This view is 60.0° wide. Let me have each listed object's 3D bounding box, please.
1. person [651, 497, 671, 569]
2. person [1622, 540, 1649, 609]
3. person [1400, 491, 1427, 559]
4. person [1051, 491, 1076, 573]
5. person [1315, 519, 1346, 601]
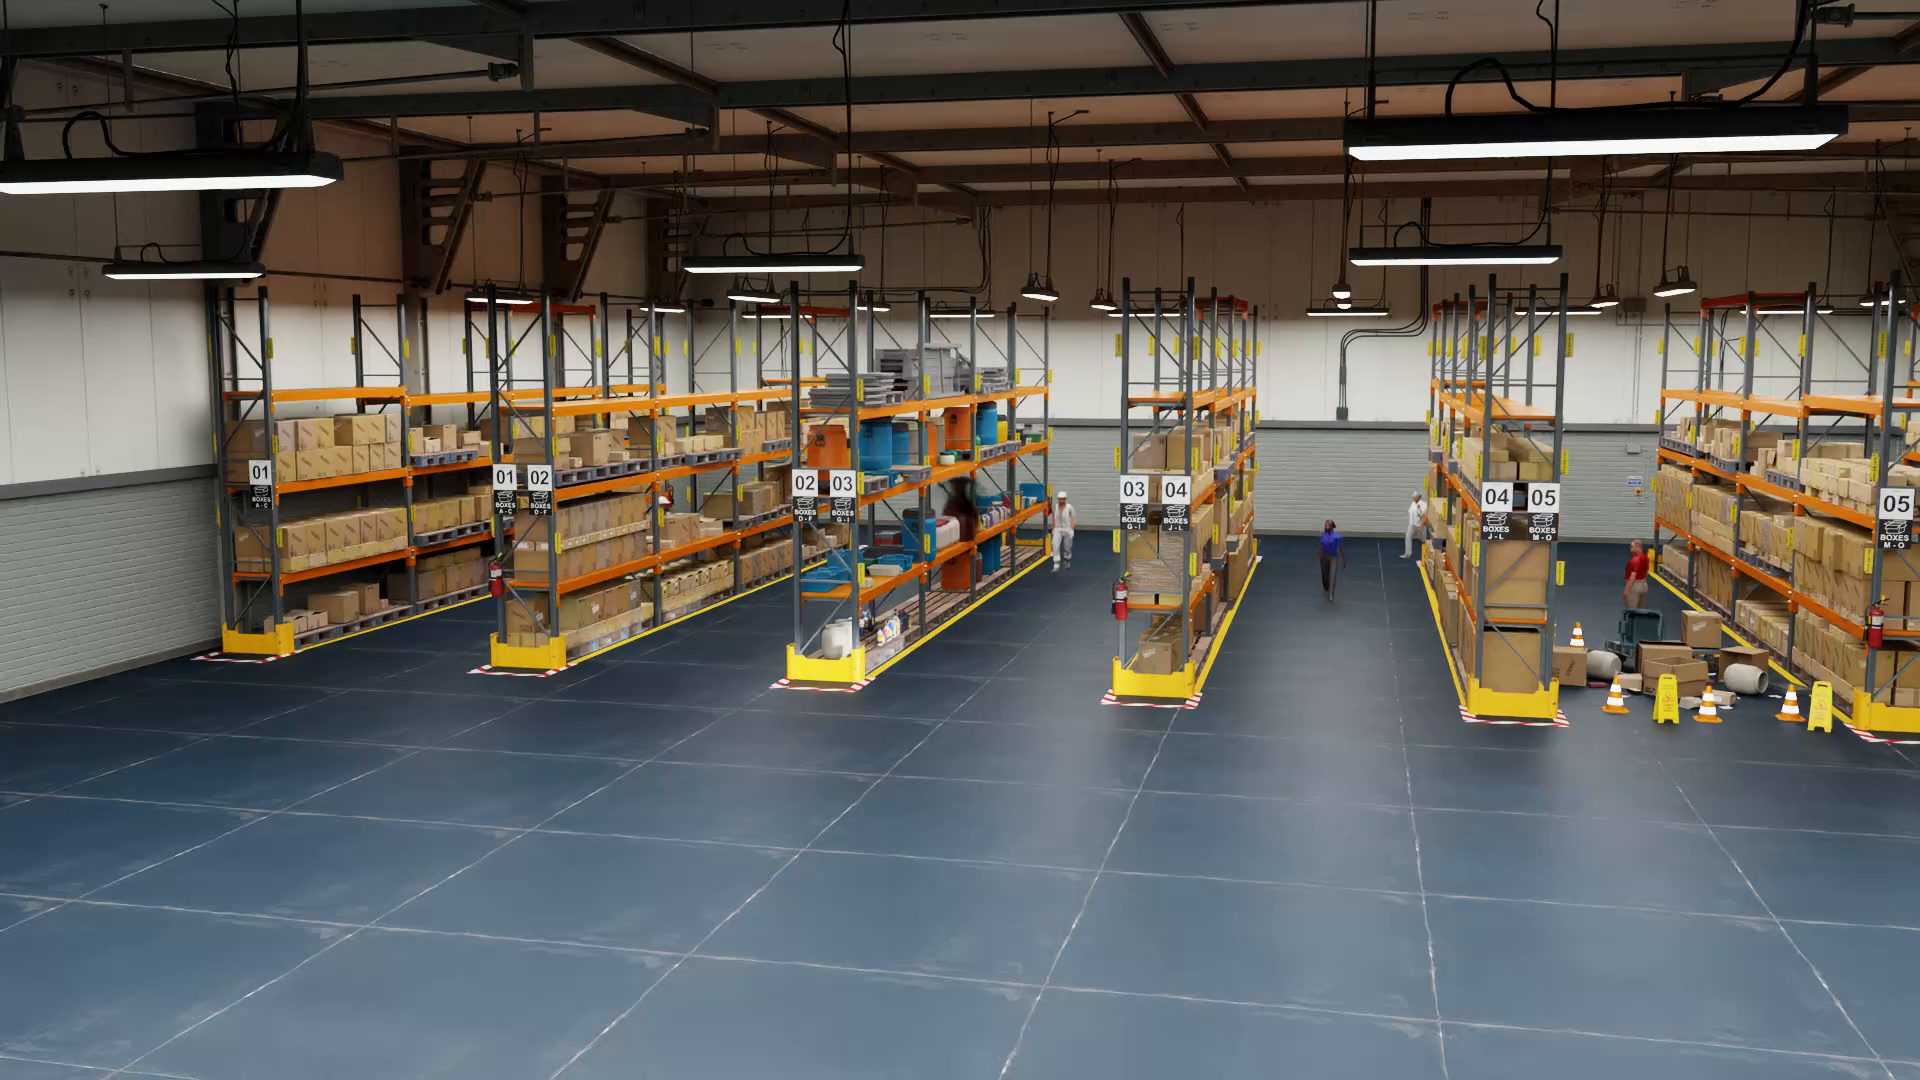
[{"bbox_3d":[-6.553,-0.068,36.515,0.554,1.777,0.543,-2,7,-17],"label":"person"},{"bbox_3d":[11.641,0.851,28.769,0.599,1.724,0.471,-4,8,-31],"label":"person"},{"bbox_3d":[10.944,-0.364,39.713,0.977,1.614,0.514,-5,8,-36],"label":"person"},{"bbox_3d":[2.178,-0.173,35.230,0.552,1.720,1.057,1,7,12],"label":"person"},{"bbox_3d":[7.421,0.386,33.240,0.604,1.620,0.926,2,7,18],"label":"person"}]
